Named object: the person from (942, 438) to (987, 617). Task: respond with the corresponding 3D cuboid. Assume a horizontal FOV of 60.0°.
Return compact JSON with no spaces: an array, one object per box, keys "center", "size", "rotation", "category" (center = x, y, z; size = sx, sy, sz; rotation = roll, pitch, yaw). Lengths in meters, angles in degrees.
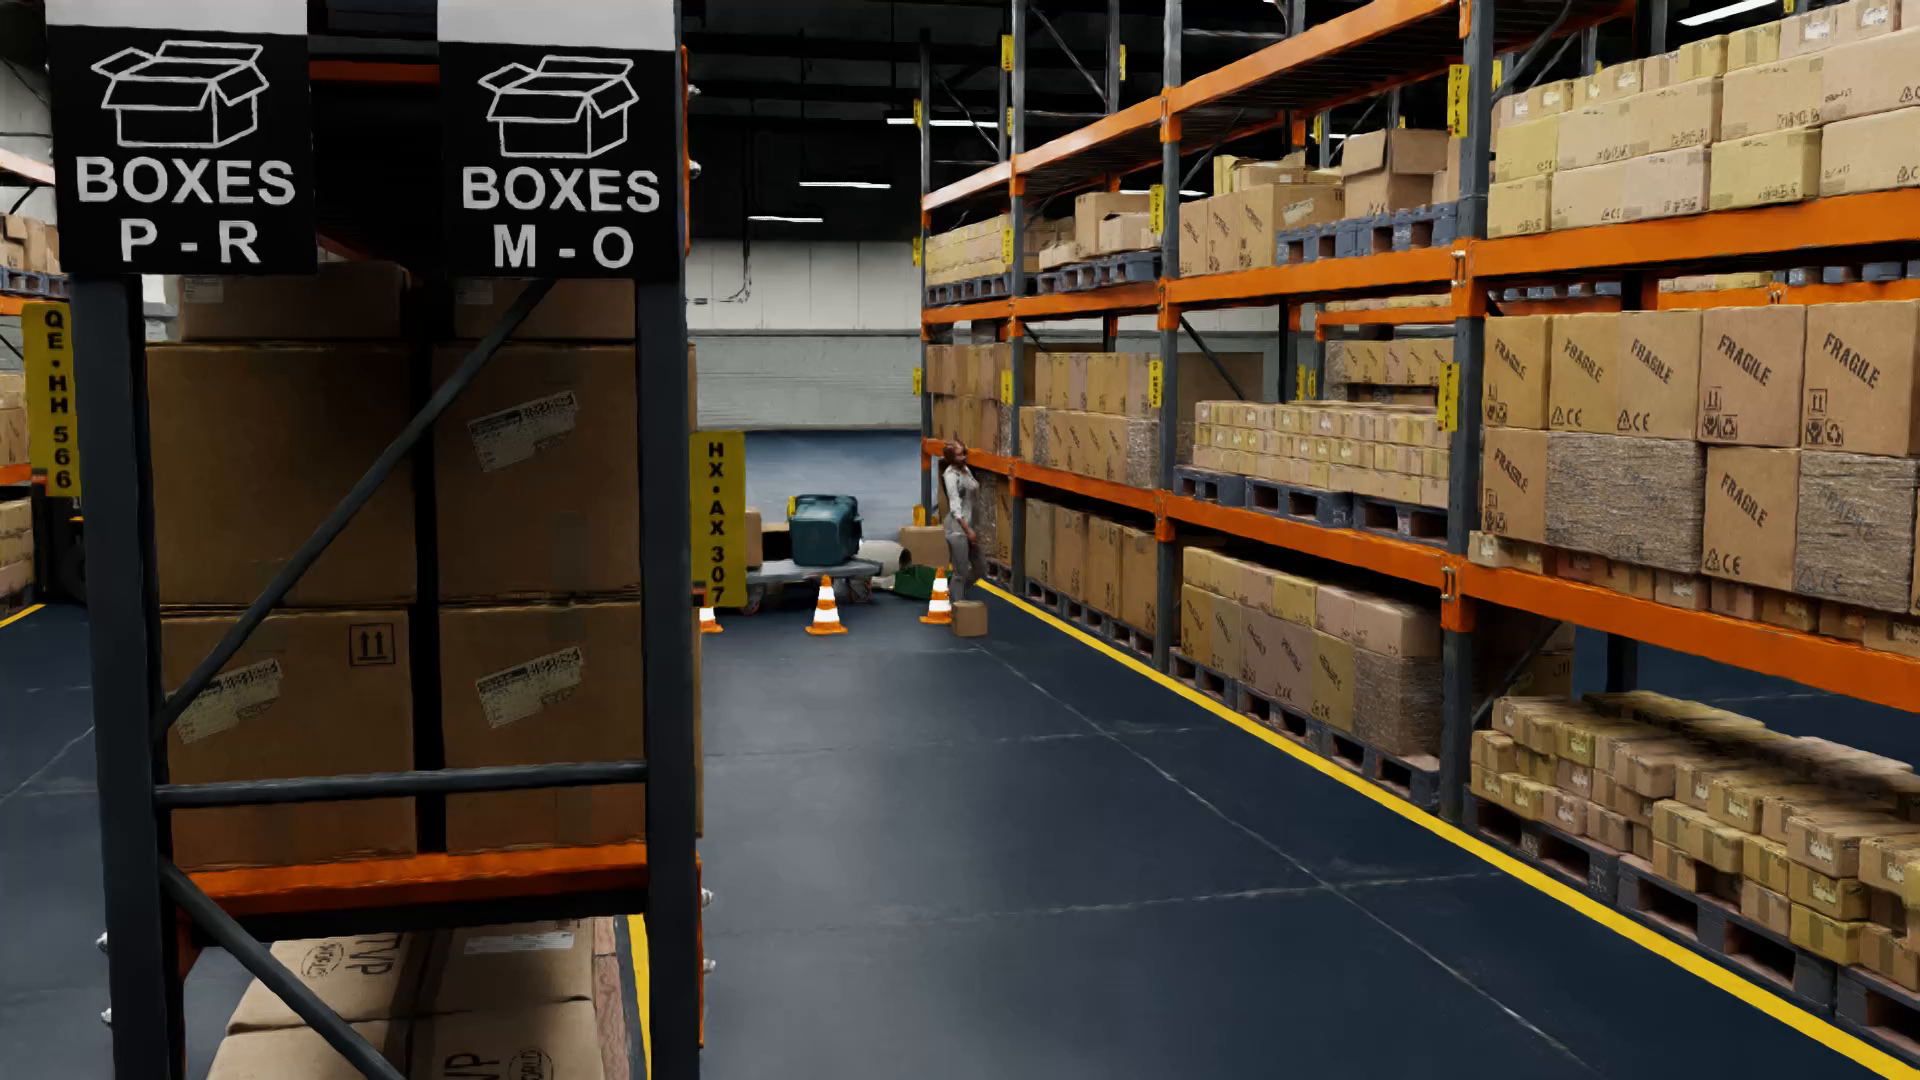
[{"center":[0.023,-0.054,13.893],"size":[0.390,1.586,0.508],"rotation":[2,7,20],"category":"person"}]
